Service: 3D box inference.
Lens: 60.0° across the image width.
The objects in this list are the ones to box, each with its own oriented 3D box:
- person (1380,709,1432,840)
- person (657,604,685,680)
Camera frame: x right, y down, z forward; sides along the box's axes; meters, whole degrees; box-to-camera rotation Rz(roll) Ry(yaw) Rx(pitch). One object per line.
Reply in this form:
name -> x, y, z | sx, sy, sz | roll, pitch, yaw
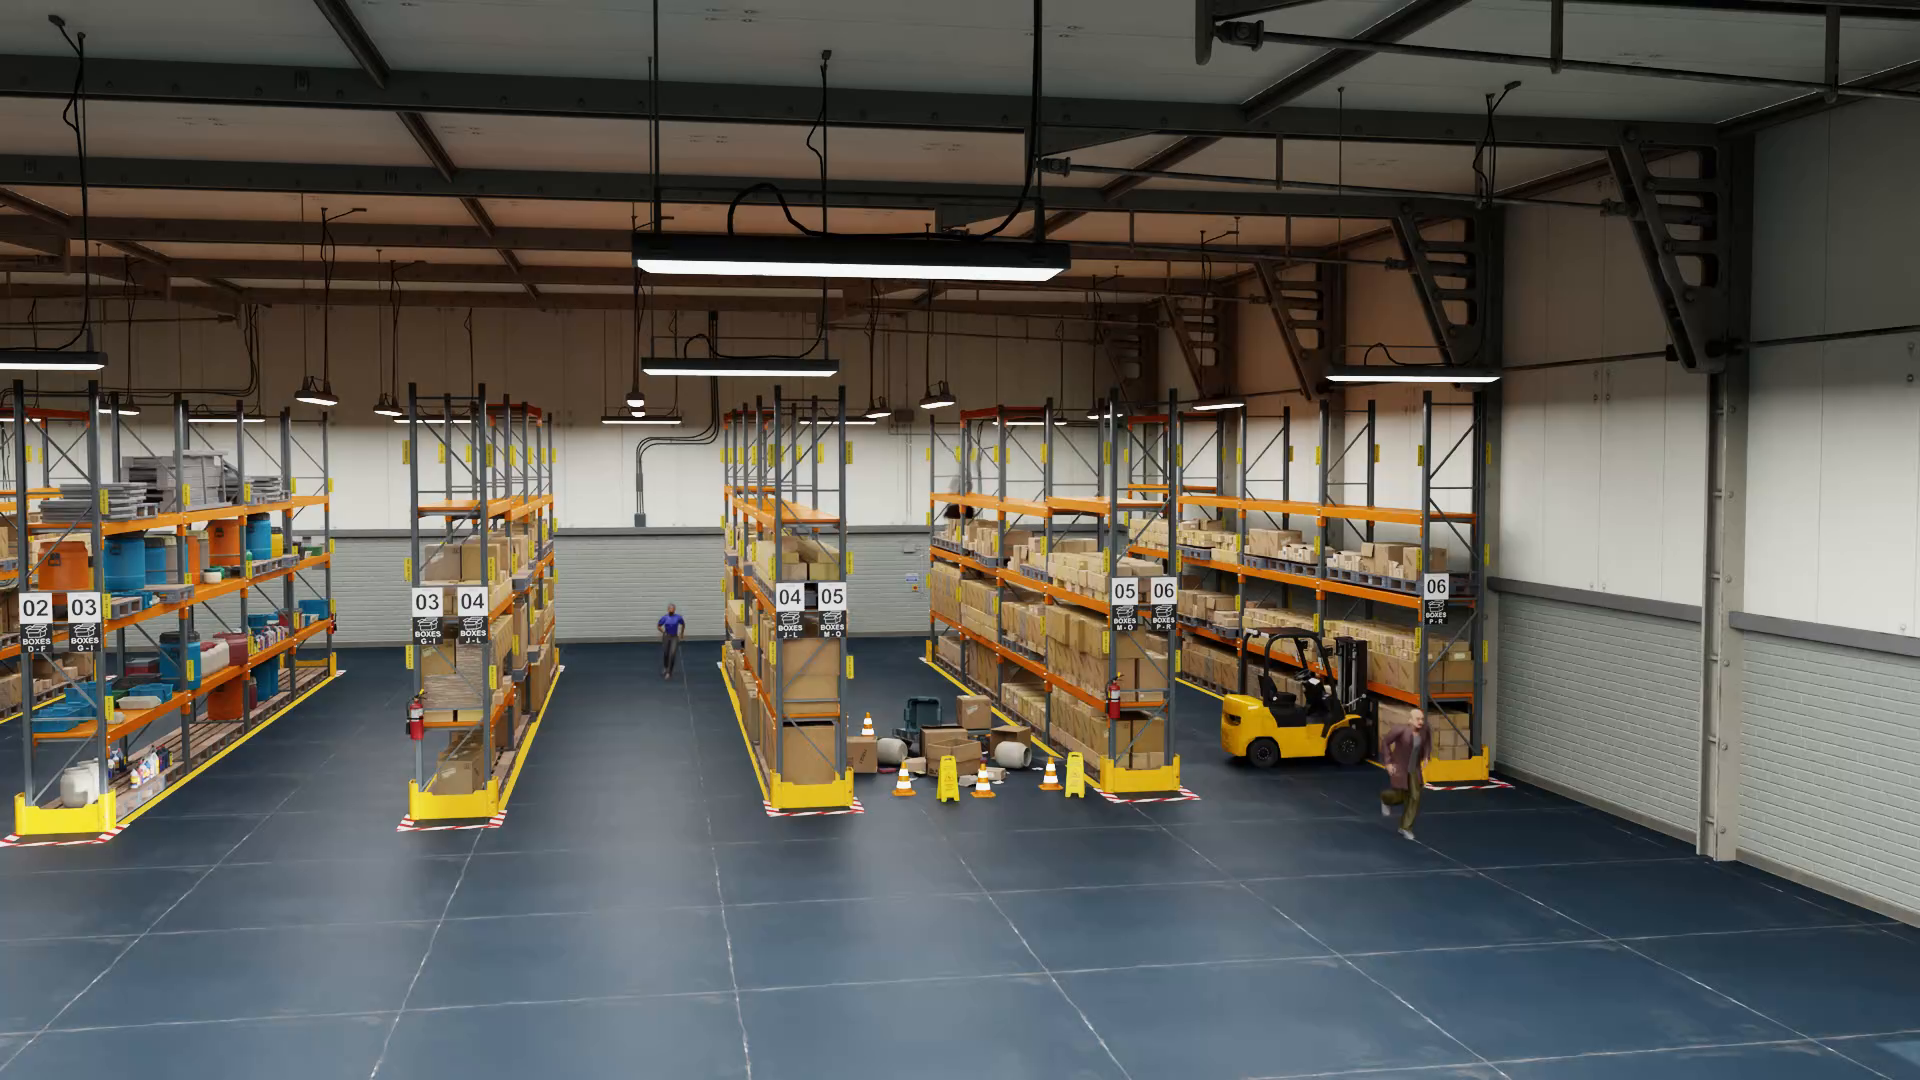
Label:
person -> 5.868, 3.052, 22.056 | 0.713, 1.728, 0.897 | -1, 3, -20
person -> -6.537, 2.319, 37.577 | 0.617, 1.578, 0.905 | 0, 3, -5
